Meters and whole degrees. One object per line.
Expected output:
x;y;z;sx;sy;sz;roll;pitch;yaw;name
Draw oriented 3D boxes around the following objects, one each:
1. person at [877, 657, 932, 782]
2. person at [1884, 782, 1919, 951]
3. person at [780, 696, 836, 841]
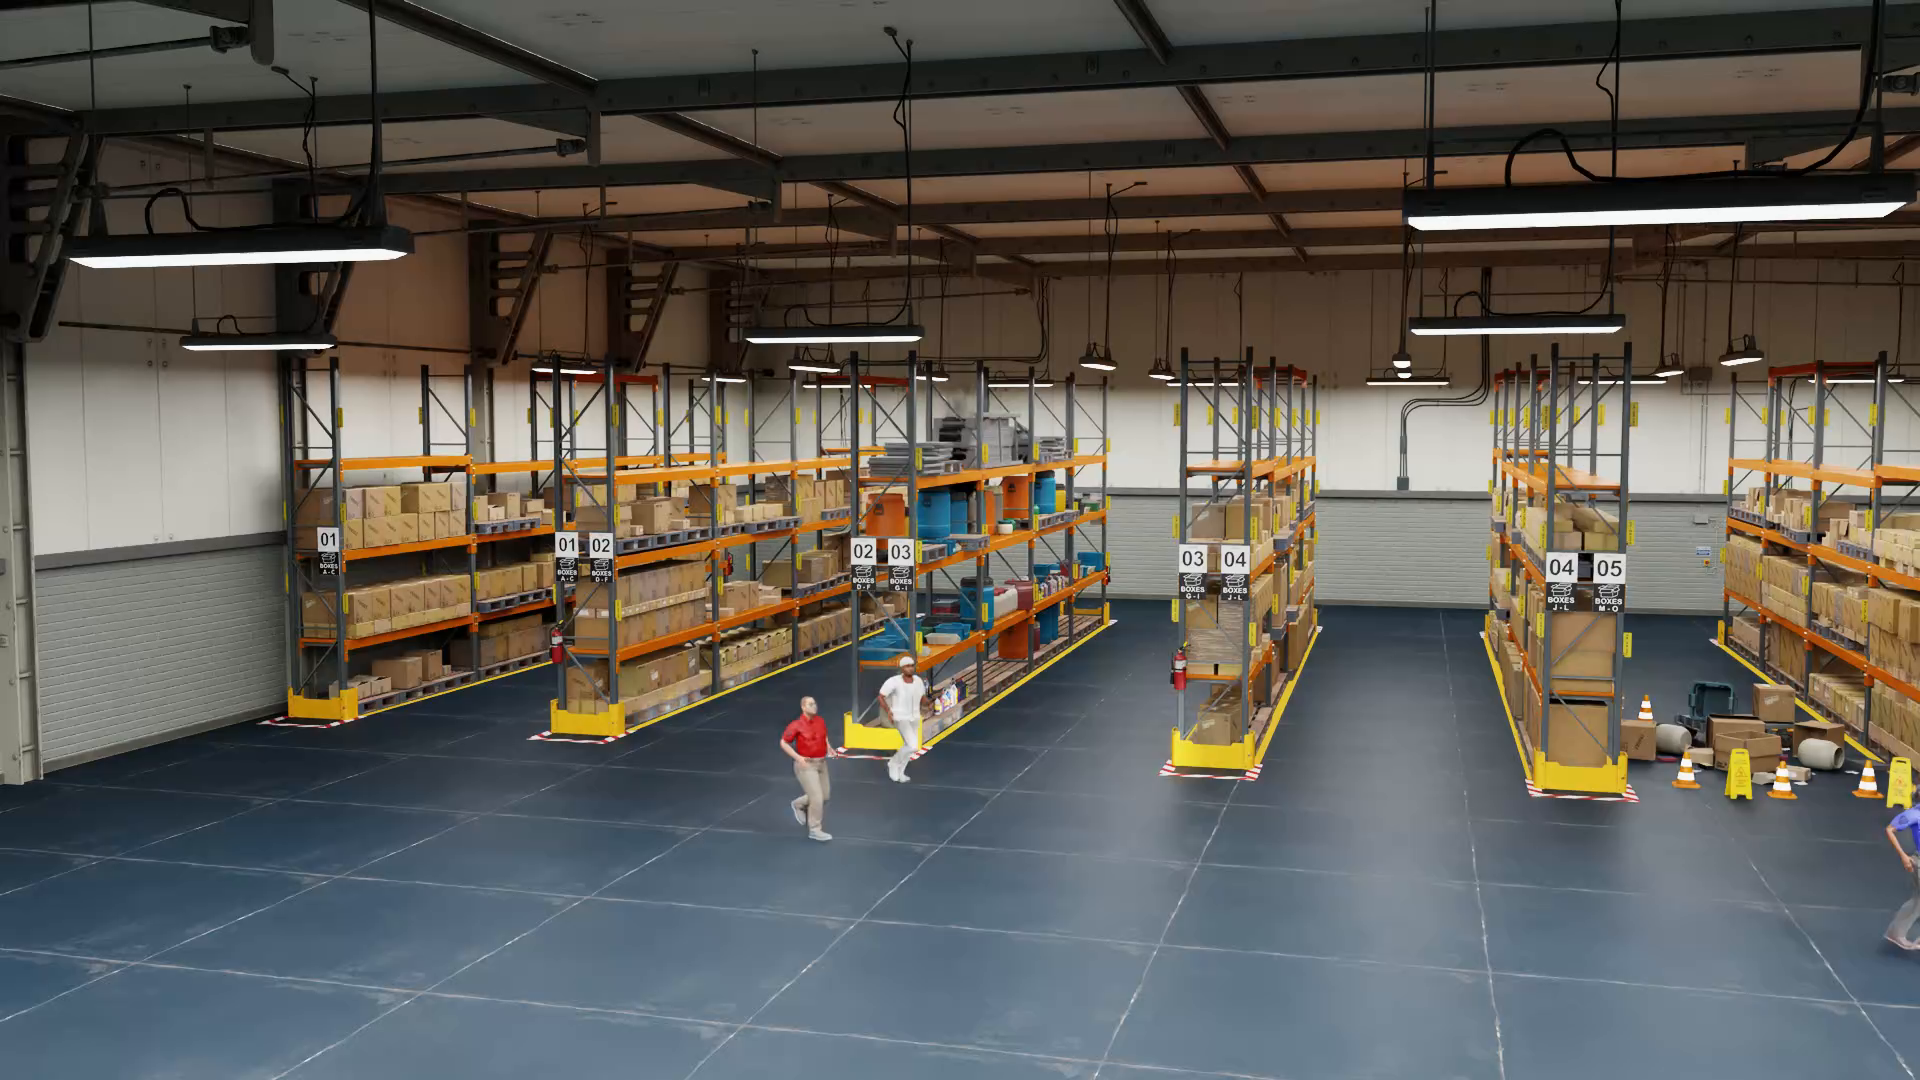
-0.695;2.456;22.776;0.676;1.729;0.614;-4;6;-41;person
8.912;3.059;15.339;0.543;1.701;0.725;-3;5;-39;person
-1.804;2.702;19.847;0.758;1.682;0.672;4;6;40;person
